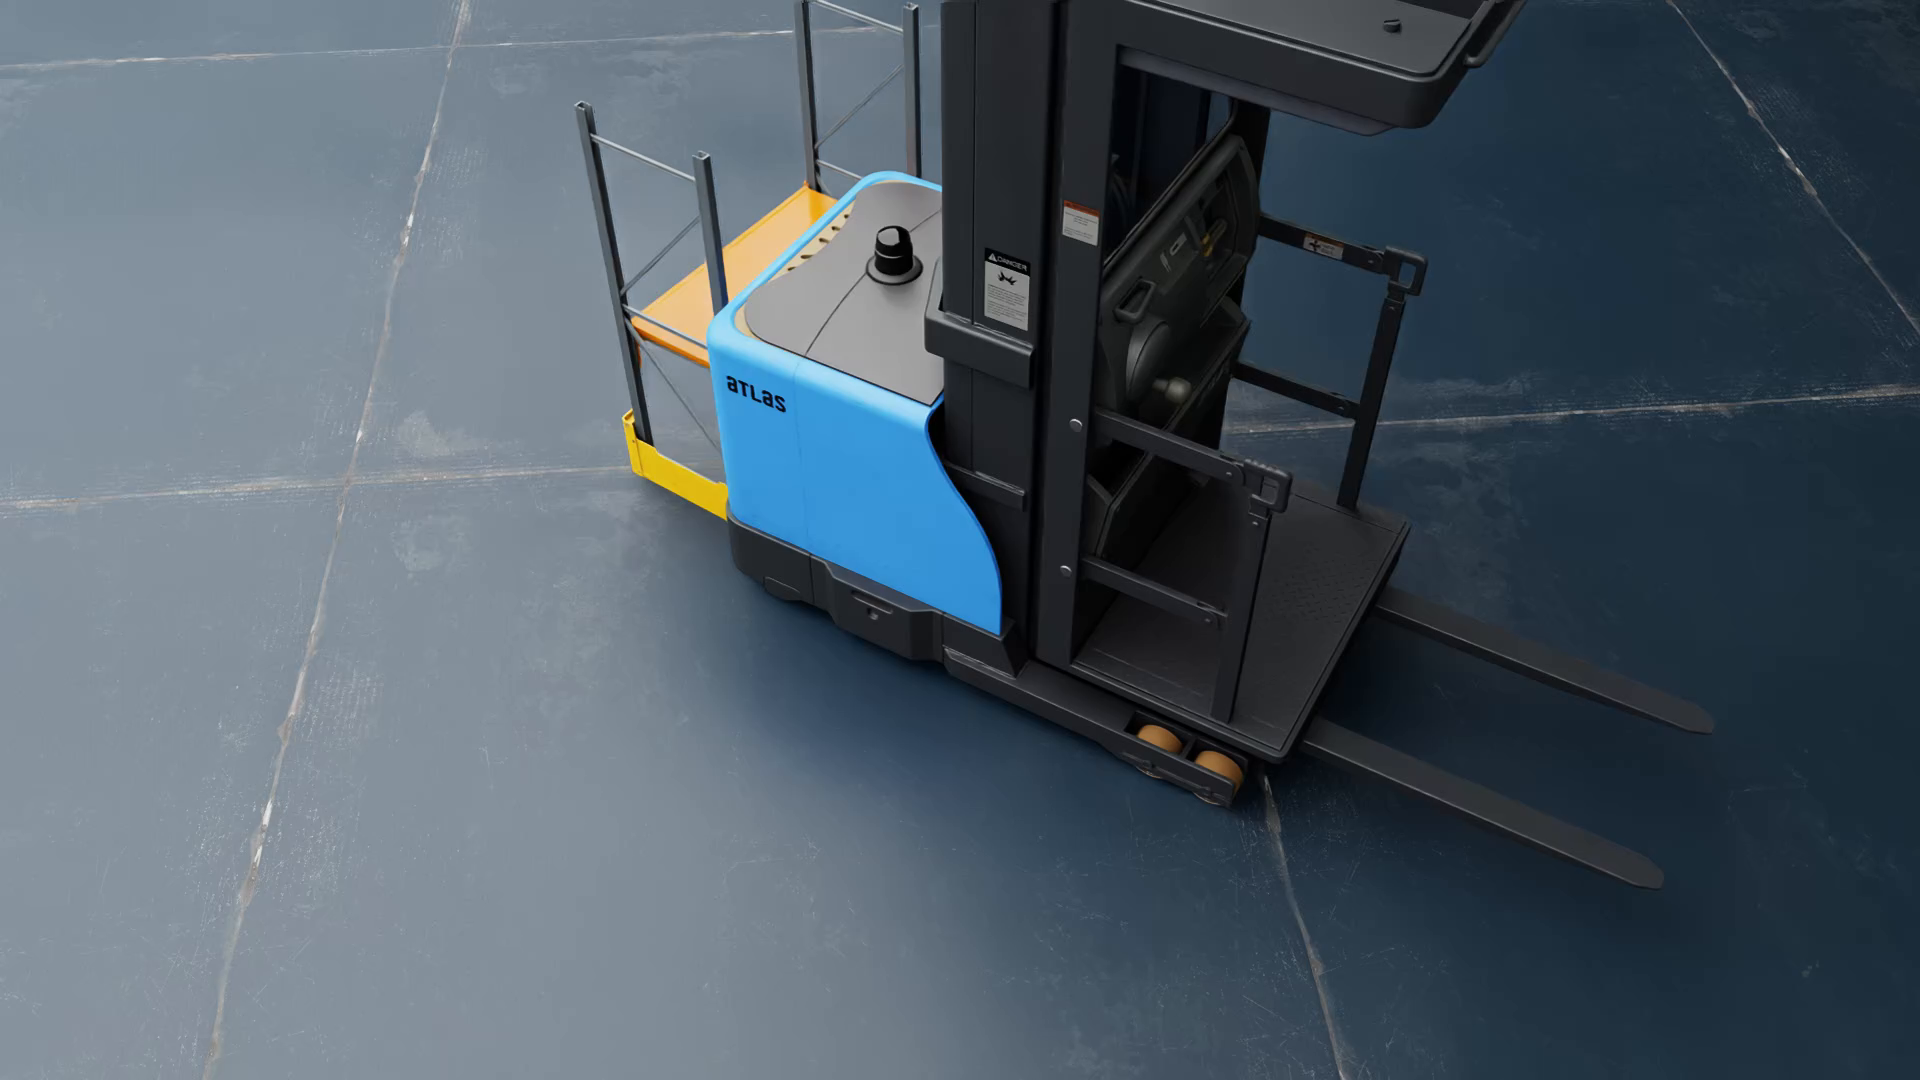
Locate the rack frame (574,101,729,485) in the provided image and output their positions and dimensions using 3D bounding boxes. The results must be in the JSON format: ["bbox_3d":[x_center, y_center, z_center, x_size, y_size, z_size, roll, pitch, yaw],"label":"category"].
[{"bbox_3d":[-0.923,-0.671,5.352,0.500,1.500,0.032,27,52,23],"label":"rack frame"}]

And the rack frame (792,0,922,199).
[{"bbox_3d":[-0.347,-1.279,5.928,0.500,1.500,0.032,27,52,23],"label":"rack frame"}]

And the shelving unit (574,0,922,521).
[{"bbox_3d":[-0.640,-0.969,5.635,0.587,1.500,1.083,27,52,23],"label":"shelving unit"}]

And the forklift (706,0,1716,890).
[{"bbox_3d":[0.768,-0.659,4.356,3.031,2.935,1.130,23,51,20],"label":"forklift"}]

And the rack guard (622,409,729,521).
[{"bbox_3d":[-0.923,-0.242,5.807,0.587,0.250,0.087,27,52,23],"label":"rack guard"}]

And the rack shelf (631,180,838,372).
[{"bbox_3d":[-0.635,-0.851,5.771,0.538,0.185,1.000,27,52,23],"label":"rack shelf"}]
